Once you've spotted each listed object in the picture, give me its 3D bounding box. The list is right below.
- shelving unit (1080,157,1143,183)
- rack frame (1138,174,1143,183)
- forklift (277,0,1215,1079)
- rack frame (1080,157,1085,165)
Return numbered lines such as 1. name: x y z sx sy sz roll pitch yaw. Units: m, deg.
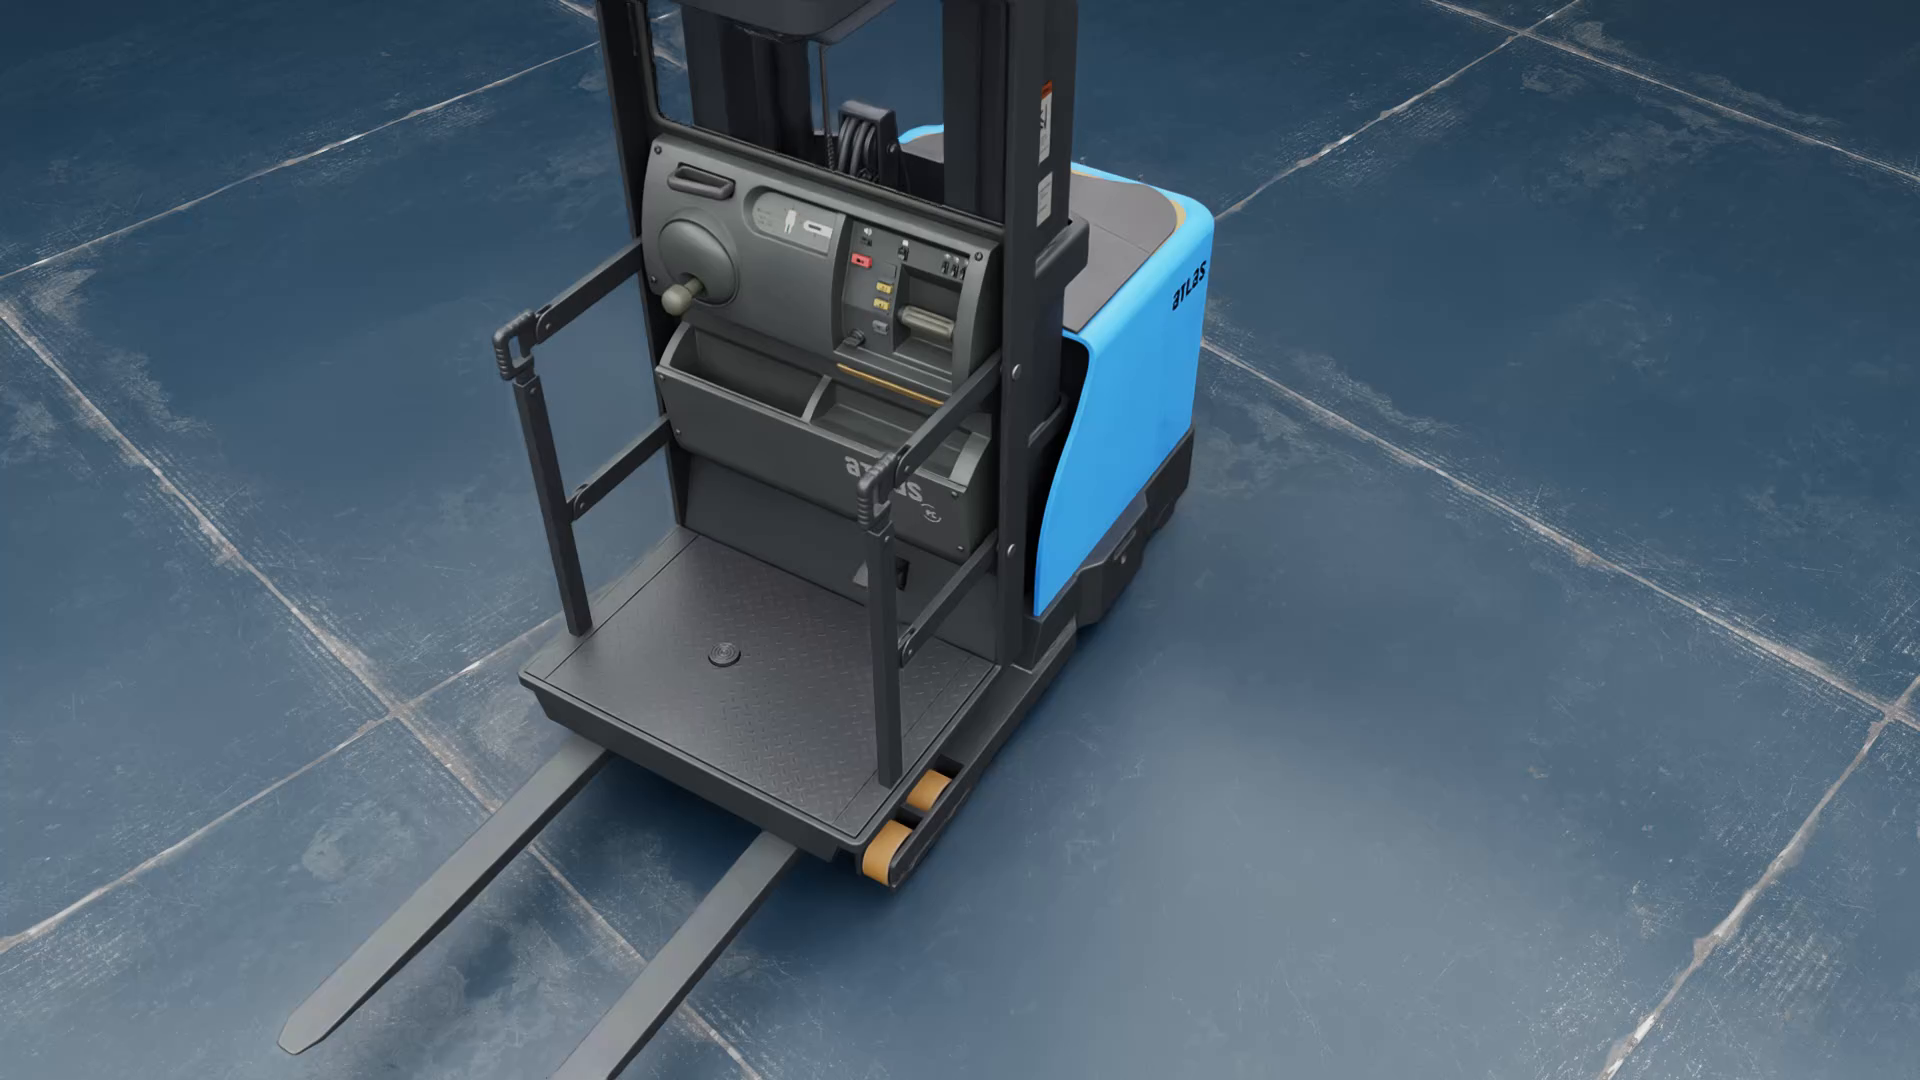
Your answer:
1. shelving unit: 0.414 -0.768 5.418 0.210 0.900 0.258 22 47 22
2. rack frame: 0.501 -0.732 5.379 0.006 0.900 0.240 22 47 22
3. forklift: -0.457 -0.553 3.688 1.130 2.935 3.031 22 47 22
4. rack frame: 0.327 -0.804 5.456 0.006 0.900 0.240 22 47 22
